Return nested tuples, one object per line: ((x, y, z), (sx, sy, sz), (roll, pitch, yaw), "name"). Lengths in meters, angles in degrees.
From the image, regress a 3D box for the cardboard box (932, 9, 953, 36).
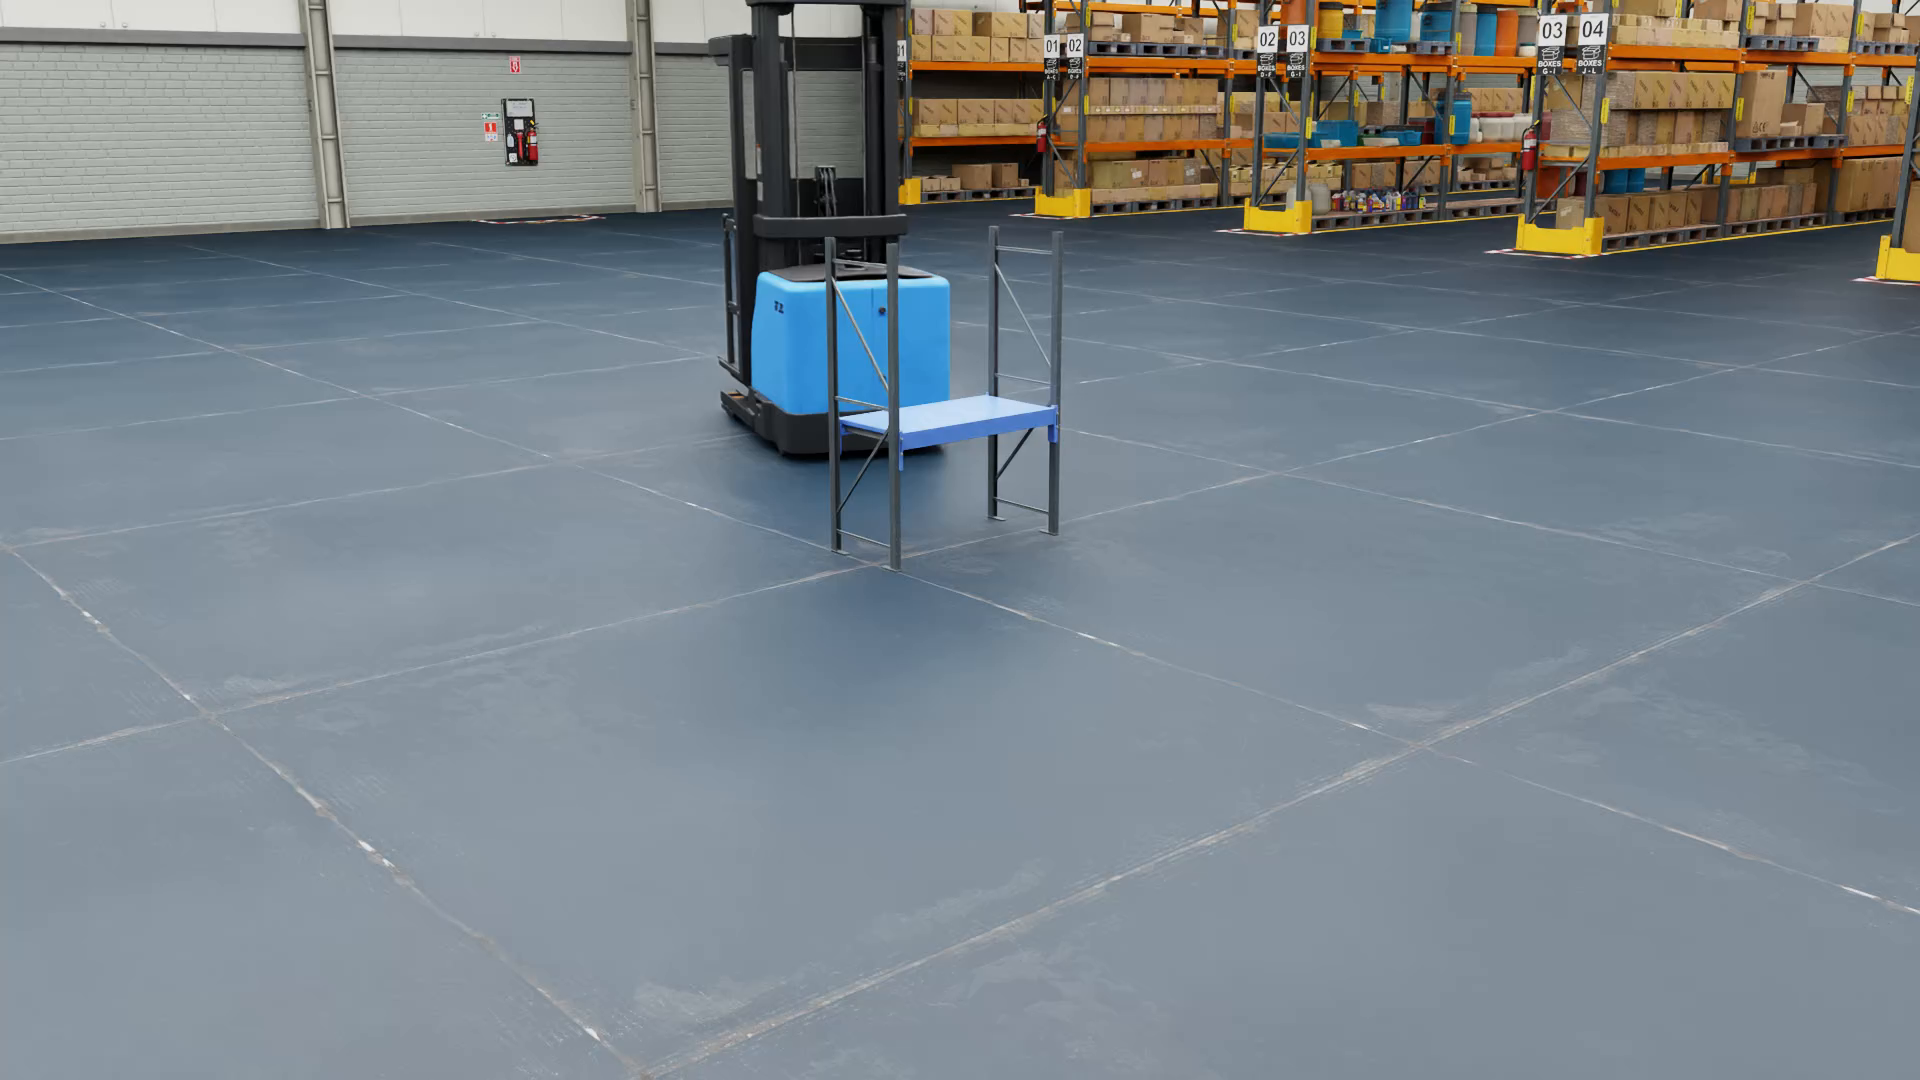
((-0.488, -10.498, 33.756), (0.500, 0.500, 0.500), (-13, 20, -40), "cardboard box")

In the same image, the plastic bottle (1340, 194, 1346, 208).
((6.564, -5.840, 28.725), (0.135, 0.276, 0.152), (-13, 20, -41), "plastic bottle")

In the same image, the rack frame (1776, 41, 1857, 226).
((14.440, -6.877, 28.182), (0.127, 3.000, 1.000), (-13, 19, -39), "rack frame")

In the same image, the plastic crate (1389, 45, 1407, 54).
((7.226, -8.135, 27.590), (0.396, 0.136, 0.243), (-13, 19, -39), "plastic crate")

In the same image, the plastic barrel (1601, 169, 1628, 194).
((13.251, -7.499, 33.764), (0.708, 0.901, 0.600), (-13, 19, -39), "plastic barrel")

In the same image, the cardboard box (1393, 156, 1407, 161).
((9.678, -8.647, 37.347), (0.500, 0.250, 0.500), (-13, 19, -39), "cardboard box")

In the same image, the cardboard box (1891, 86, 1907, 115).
((16.456, -7.864, 29.739), (0.637, 0.503, 0.797), (-12, 19, -39), "cardboard box")

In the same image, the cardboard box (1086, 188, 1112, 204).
((2.456, -6.373, 30.810), (0.500, 0.250, 0.500), (-13, 19, -39), "cardboard box")

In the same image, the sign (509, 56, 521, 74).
((-7.876, -8.412, 29.437), (0.199, 0.298, 0.001), (-13, 19, -39), "sign")

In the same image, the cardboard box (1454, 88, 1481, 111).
((11.498, -10.040, 37.893), (0.500, 0.500, 0.500), (-12, 19, -38), "cardboard box")

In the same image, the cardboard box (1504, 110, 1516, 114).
((12.667, -9.823, 39.019), (0.500, 0.500, 0.500), (-13, 20, -40), "cardboard box")

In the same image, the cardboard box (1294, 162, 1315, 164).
((7.352, -7.920, 35.515), (0.500, 0.311, 0.500), (-12, 19, -38), "cardboard box")

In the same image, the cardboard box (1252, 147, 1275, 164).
((7.298, -9.476, 41.266), (0.750, 0.750, 0.750), (-12, 19, -39), "cardboard box")

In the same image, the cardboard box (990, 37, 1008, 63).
((0.666, -10.281, 34.882), (0.500, 0.500, 0.500), (-14, 20, -41), "cardboard box")

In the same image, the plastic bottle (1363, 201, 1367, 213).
((6.804, -5.610, 28.011), (0.097, 0.201, 0.097), (0, 15, 0), "plastic bottle")

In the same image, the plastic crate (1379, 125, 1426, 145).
((7.693, -7.069, 29.024), (0.504, 0.338, 0.767), (-13, 19, -39), "plastic crate")

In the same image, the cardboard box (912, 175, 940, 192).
((-0.768, -7.428, 34.602), (0.500, 0.311, 0.500), (13, 20, 41), "cardboard box")

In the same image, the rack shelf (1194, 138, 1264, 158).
((6.431, -8.120, 34.229), (4.000, 0.370, 1.077), (-13, 19, -39), "rack shelf")

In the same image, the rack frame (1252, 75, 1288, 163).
((7.703, -10.447, 41.549), (0.127, 3.000, 1.000), (-13, 19, -39), "rack frame")

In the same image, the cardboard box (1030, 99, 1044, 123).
((1.514, -9.251, 35.871), (0.500, 0.500, 0.500), (-13, 20, -39), "cardboard box")

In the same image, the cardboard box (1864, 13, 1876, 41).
((15.446, -8.858, 28.779), (0.500, 0.500, 0.500), (-11, 19, -36), "cardboard box")

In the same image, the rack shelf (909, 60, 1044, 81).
((0.159, -9.855, 34.913), (4.000, 0.370, 1.077), (-13, 19, -39), "rack shelf")

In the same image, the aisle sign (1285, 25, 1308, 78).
((5.292, -7.673, 26.124), (0.004, 0.787, 0.394), (-13, 19, -39), "aisle sign")

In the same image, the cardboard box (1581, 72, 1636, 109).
((8.999, -6.237, 23.079), (0.500, 0.500, 0.500), (-13, 19, -39), "cardboard box")

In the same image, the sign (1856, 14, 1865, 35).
((14.795, -8.470, 27.332), (0.005, 0.325, 0.100), (-13, 19, -39), "sign")

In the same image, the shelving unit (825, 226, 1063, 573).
((-0.064, -0.710, 8.002), (1.048, 1.500, 0.538), (-13, 19, -39), "shelving unit")

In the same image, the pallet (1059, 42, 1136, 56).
((2.456, -8.972, 30.385), (1.213, 0.211, 1.003), (-13, 19, -39), "pallet")

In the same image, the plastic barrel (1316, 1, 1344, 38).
((5.930, -8.447, 27.069), (0.600, 0.588, 0.600), (0, 15, 0), "plastic barrel")

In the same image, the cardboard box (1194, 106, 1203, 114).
((4.474, -8.316, 32.119), (0.250, 0.149, 0.380), (-13, 20, -41), "cardboard box")

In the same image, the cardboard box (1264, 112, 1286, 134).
((6.288, -8.478, 33.982), (0.500, 0.500, 0.500), (-13, 19, -39), "cardboard box")

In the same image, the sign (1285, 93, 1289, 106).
((8.067, -10.864, 41.021), (0.005, 0.325, 0.100), (-13, 19, -39), "sign")

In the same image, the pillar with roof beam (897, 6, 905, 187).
((1.437, -10.762, 31.102), (0.400, 9.000, 9.100), (-13, 19, -39), "pillar with roof beam")

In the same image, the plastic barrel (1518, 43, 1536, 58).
((10.383, -8.962, 30.446), (0.301, 0.262, 0.301), (0, 15, 0), "plastic barrel")

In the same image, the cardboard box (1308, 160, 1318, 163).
((8.716, -9.634, 42.534), (0.500, 0.500, 0.700), (-13, 20, -40), "cardboard box")

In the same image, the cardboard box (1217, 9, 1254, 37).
((5.414, -10.167, 32.712), (0.500, 0.500, 0.500), (-12, 19, -39), "cardboard box")

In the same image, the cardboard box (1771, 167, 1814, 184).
((13.954, -6.125, 27.905), (0.500, 0.250, 0.500), (-12, 19, -37), "cardboard box")

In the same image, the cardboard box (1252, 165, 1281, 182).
((6.169, -7.467, 33.819), (0.500, 0.311, 0.500), (-14, 20, -41), "cardboard box")

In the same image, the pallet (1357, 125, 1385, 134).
((8.405, -8.842, 35.910), (1.003, 0.211, 1.213), (-13, 19, -39), "pallet")

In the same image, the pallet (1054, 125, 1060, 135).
((2.340, -9.101, 36.879), (1.213, 0.211, 1.003), (-13, 19, -39), "pallet")

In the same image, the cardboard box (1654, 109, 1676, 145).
((9.927, -6.068, 24.385), (0.500, 0.500, 0.875), (-13, 19, -39), "cardboard box")

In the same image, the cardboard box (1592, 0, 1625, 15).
((9.408, -7.716, 23.773), (0.500, 0.500, 0.500), (-13, 19, -39), "cardboard box")

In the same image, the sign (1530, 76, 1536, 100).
((8.056, -6.345, 23.336), (0.005, 0.325, 0.100), (-13, 19, -39), "sign")

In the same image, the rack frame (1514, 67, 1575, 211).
((11.189, -7.841, 31.792), (0.127, 3.000, 1.000), (-13, 19, -39), "rack frame")

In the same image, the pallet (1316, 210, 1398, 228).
((6.717, -5.503, 28.442), (1.213, 0.211, 1.003), (-13, 19, -39), "pallet")

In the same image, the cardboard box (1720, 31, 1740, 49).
((11.250, -7.448, 24.798), (0.500, 0.250, 0.500), (-12, 19, -37), "cardboard box")

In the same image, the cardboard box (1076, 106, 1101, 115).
((2.342, -7.837, 30.326), (0.250, 0.149, 0.380), (-13, 20, -40), "cardboard box")

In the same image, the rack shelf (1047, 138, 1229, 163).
((3.414, -7.442, 31.692), (4.000, 0.370, 1.077), (-13, 19, -39), "rack shelf")

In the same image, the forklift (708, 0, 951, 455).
((-1.013, -2.262, 11.038), (1.130, 2.935, 3.031), (-5, 16, -19), "forklift")

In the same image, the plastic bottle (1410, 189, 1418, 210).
((7.875, -5.931, 28.922), (0.185, 0.351, 0.144), (-13, 20, -41), "plastic bottle")

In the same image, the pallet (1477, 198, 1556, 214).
((10.579, -6.370, 31.689), (1.213, 0.211, 1.003), (-13, 19, -39), "pallet")

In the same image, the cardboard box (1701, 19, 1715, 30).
((10.782, -7.519, 24.291), (0.250, 0.149, 0.380), (-13, 20, -41), "cardboard box")

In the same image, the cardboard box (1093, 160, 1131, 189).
((2.832, -6.820, 31.031), (0.500, 0.500, 0.500), (-13, 19, -39), "cardboard box")
